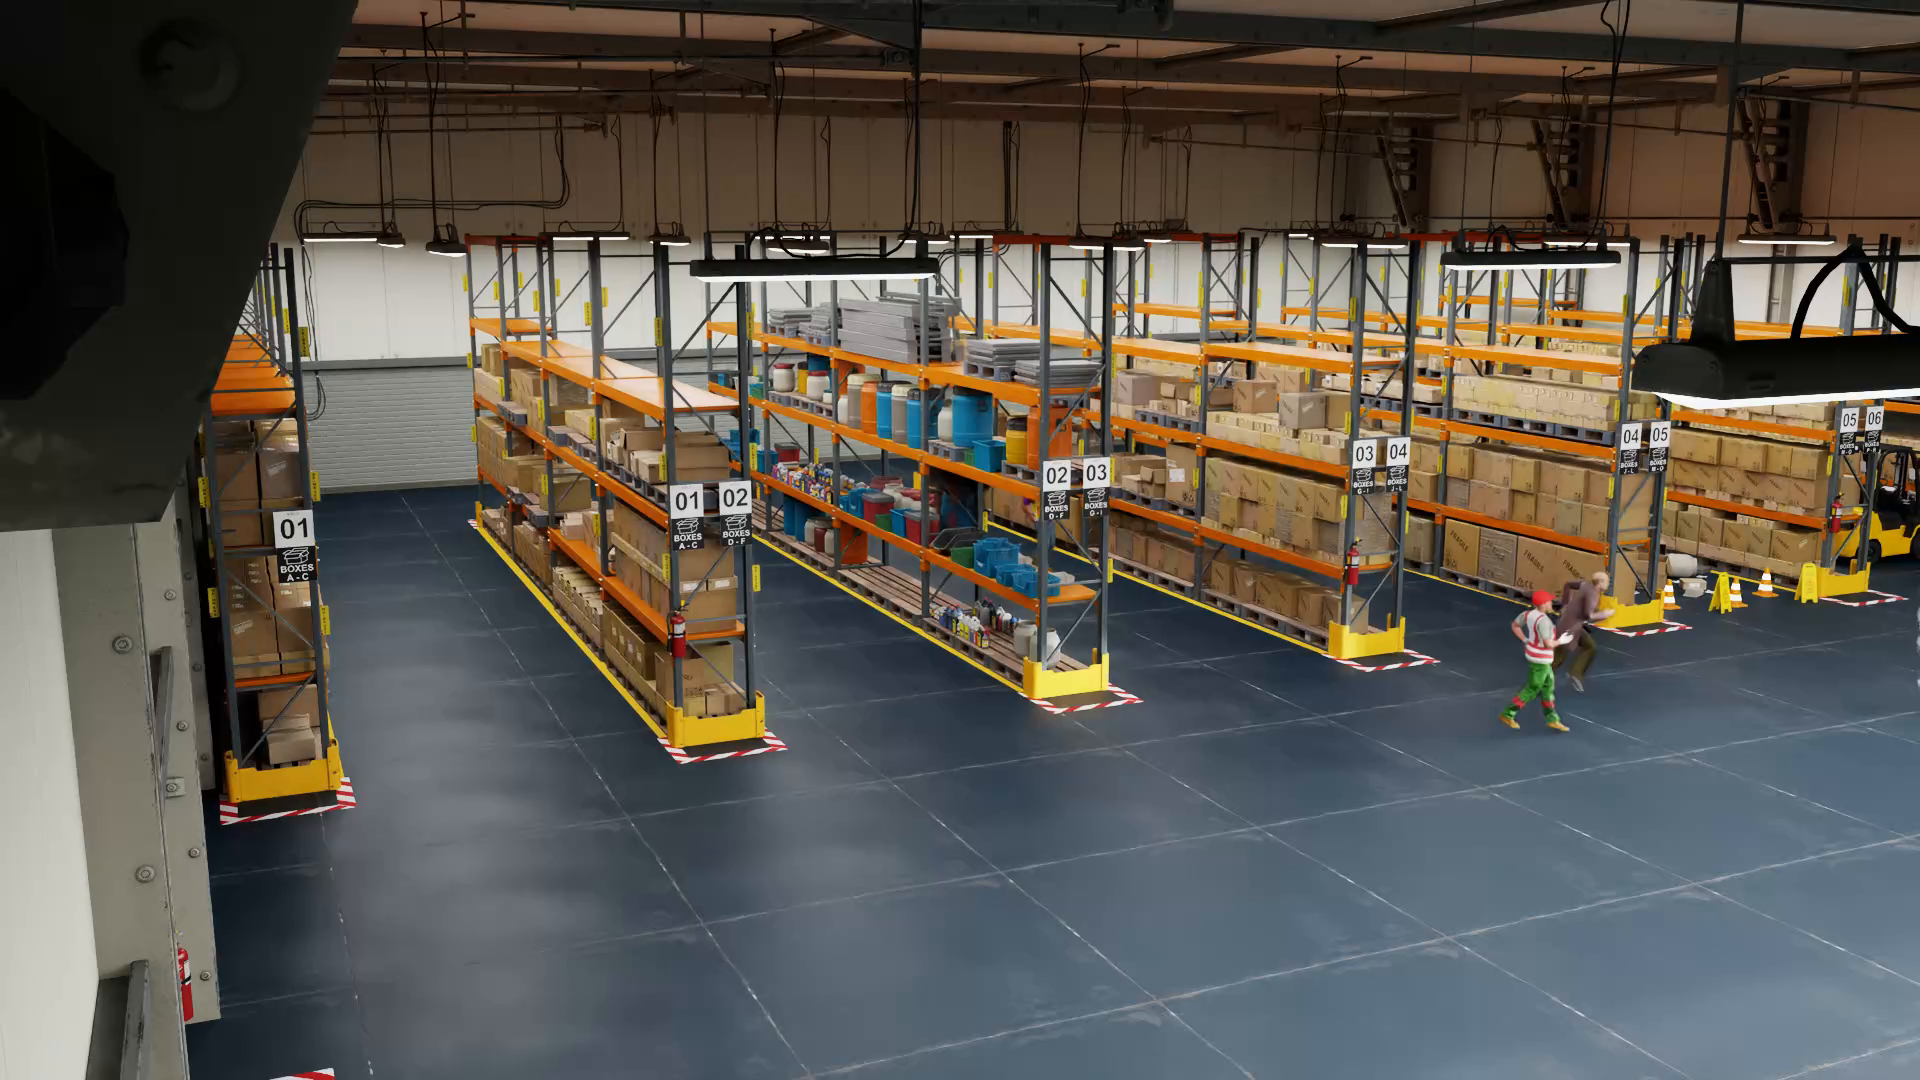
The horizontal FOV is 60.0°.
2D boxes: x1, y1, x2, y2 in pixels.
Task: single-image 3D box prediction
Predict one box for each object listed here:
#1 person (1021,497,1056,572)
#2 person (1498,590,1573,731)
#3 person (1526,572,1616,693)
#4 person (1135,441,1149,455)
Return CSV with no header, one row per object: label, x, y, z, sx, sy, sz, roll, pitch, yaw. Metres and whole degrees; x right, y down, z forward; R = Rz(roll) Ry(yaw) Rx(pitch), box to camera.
person,1.442,-0.318,28.729,0.712,1.747,0.731,-6,12,-27
person,7.147,1.505,20.537,0.920,1.809,0.648,1,11,4
person,8.243,1.248,22.432,1.069,1.708,0.745,2,11,13
person,4.447,-2.533,42.012,0.869,1.613,0.629,5,12,26
